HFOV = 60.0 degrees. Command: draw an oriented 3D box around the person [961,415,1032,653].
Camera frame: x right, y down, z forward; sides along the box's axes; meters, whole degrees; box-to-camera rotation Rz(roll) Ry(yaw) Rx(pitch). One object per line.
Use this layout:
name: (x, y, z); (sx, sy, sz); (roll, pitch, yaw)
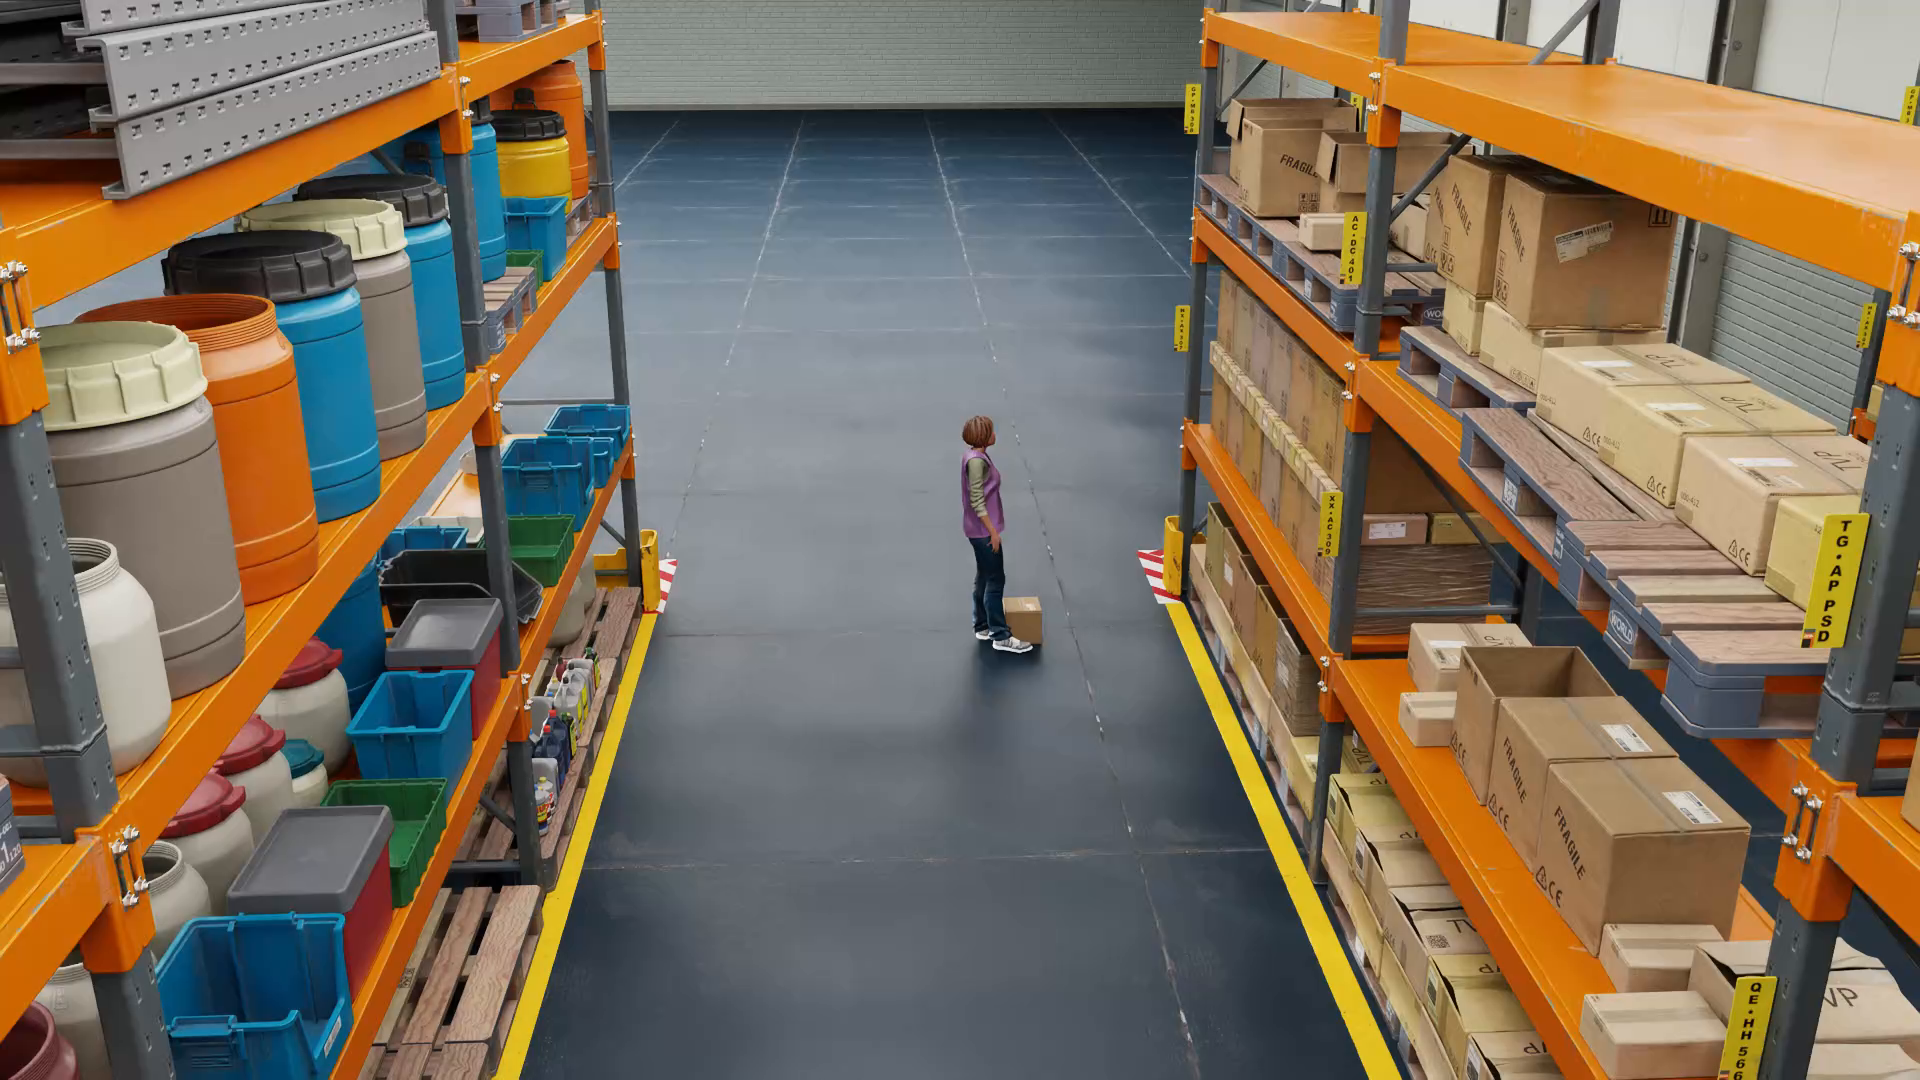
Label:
person: (0.245, -0.062, 11.230); (0.472, 1.600, 0.520); (-1, 21, -3)
